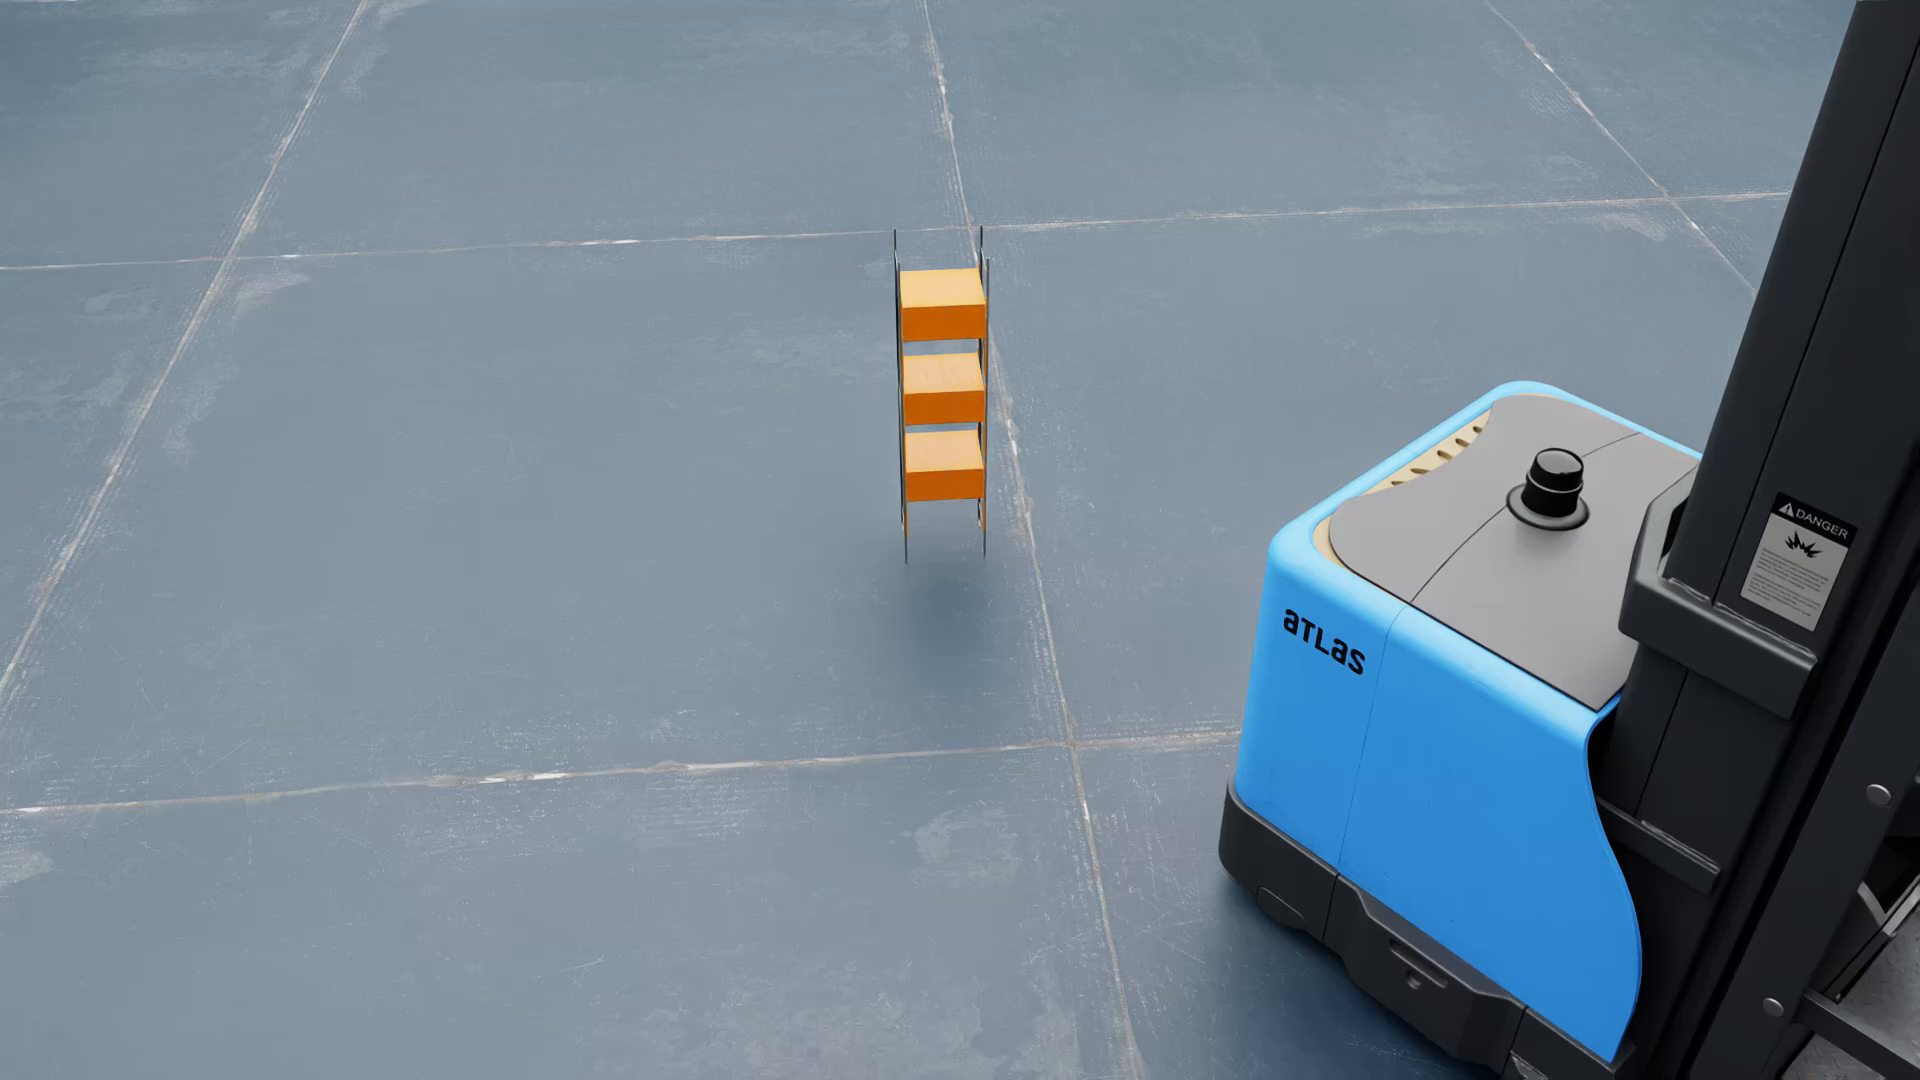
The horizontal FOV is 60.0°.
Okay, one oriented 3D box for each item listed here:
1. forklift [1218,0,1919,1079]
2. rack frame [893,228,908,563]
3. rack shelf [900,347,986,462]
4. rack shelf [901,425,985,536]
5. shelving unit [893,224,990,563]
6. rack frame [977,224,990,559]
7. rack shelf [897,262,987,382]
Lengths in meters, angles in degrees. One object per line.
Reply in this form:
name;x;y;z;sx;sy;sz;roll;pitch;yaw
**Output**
forklift;2.010;0.156;2.686;1.130;2.935;3.031;-30;47;-32
rack frame;-0.175;-0.403;4.913;0.008;1.050;0.200;-3;38;-4
rack shelf;-0.053;-0.401;4.928;0.240;0.259;0.215;-3;38;-4
rack shelf;-0.053;-0.183;5.100;0.240;0.259;0.215;-3;38;-4
shelving unit;-0.053;-0.409;4.921;0.252;1.050;0.215;-3;38;-4
rack frame;0.068;-0.416;4.930;0.008;1.050;0.200;-3;38;-4
rack shelf;-0.053;-0.624;4.752;0.240;0.259;0.215;-3;38;-4
